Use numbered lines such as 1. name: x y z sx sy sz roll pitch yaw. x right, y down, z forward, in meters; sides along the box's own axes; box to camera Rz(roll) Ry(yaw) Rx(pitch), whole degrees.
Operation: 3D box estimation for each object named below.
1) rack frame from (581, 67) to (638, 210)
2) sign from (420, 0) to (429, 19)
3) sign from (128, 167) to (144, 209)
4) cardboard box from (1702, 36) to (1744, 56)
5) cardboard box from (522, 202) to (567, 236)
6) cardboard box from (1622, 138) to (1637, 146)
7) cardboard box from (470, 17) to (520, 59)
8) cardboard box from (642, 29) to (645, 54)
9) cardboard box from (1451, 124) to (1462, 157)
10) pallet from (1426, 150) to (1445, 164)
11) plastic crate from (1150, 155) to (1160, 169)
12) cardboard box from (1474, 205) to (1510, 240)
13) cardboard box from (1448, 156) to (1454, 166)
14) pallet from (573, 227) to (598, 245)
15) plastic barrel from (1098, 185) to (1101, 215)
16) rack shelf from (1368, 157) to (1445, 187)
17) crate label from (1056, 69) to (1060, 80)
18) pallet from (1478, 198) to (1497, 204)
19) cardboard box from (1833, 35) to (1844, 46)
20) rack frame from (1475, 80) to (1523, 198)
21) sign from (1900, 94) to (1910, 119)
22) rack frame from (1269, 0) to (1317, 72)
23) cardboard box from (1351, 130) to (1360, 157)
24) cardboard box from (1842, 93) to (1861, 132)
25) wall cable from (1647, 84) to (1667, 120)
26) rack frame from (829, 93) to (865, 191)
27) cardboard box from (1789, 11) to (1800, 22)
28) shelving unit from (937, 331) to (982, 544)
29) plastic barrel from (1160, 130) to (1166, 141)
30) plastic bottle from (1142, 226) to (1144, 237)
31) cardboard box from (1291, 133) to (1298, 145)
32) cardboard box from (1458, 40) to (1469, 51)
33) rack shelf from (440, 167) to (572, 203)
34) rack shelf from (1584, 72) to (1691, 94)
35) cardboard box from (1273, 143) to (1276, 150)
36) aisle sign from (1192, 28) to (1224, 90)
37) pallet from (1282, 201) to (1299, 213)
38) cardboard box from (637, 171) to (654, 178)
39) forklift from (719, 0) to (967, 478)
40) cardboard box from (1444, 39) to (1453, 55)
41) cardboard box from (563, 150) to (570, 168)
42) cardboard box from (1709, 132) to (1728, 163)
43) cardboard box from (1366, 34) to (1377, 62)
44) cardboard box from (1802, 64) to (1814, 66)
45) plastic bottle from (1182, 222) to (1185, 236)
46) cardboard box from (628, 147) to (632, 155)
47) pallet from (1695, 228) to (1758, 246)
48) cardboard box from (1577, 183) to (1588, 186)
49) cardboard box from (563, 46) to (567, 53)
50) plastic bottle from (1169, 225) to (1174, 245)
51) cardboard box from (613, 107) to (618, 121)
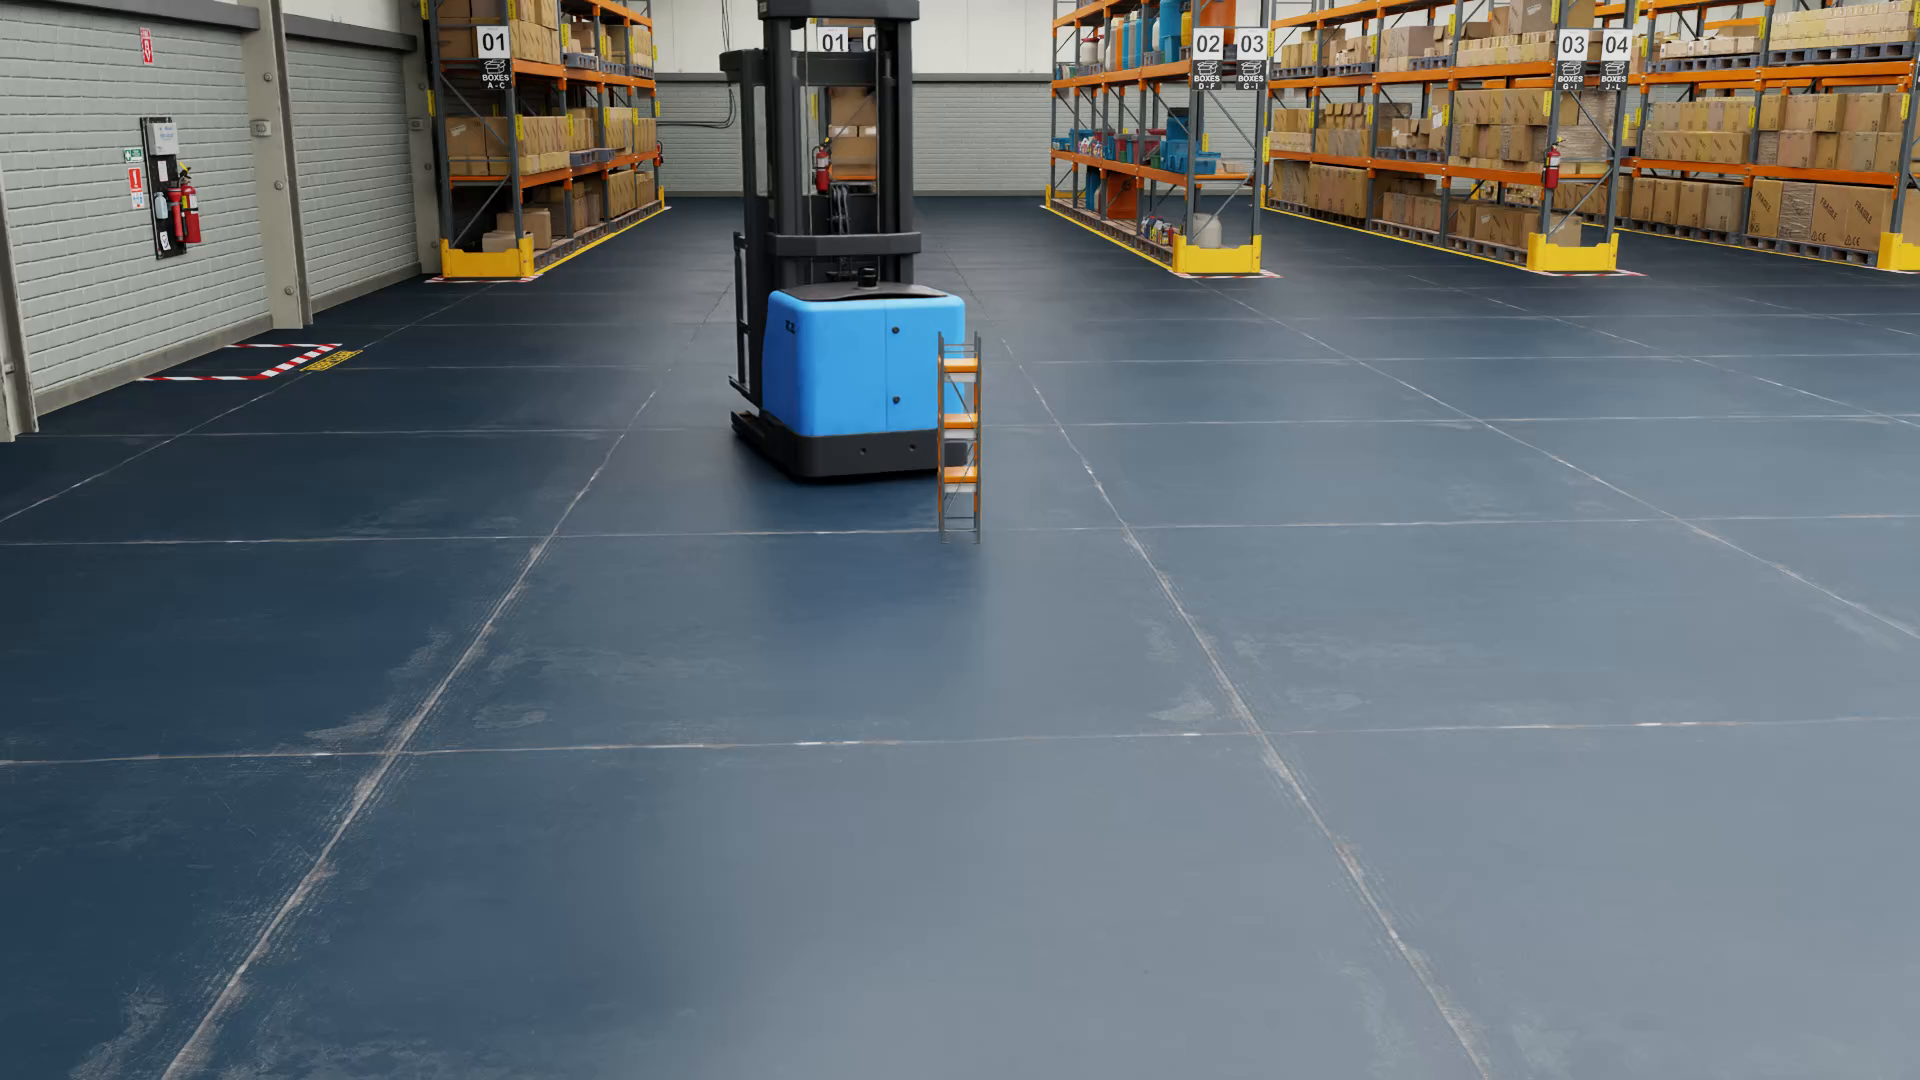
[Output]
1. rack frame: -7.058 -7.960 33.444 1.000 3.000 0.127 -1 14 -3
2. sign: -6.870 -6.854 21.347 0.100 0.325 0.005 -1 14 -3
3. sign: -6.803 -2.907 13.734 0.001 0.329 0.234 -1 14 -3
4. cardboard box: 12.897 -8.345 28.057 0.500 0.311 0.500 -1 14 -5
5. cardboard box: -6.625 -5.156 26.679 0.700 0.500 0.500 0 14 -2
6. cardboard box: 12.488 -7.443 31.098 0.380 0.149 0.250 -1 14 -3
7. cardboard box: -6.086 -6.574 21.795 0.500 0.500 0.500 -1 14 -2
8. cardboard box: -6.927 -10.518 35.118 0.500 0.500 0.500 -2 15 -6
9. cardboard box: 8.235 -6.280 26.115 0.875 0.500 0.500 -1 14 -3
10. pallet: 8.367 -6.299 27.375 1.003 0.211 1.213 -1 14 -3
11. plastic crate: 3.128 -5.679 25.003 0.450 0.188 0.662 -1 14 -3
12. cardboard box: 8.297 -4.950 25.920 0.500 0.500 0.500 4 15 14
13. cardboard box: 7.982 -6.020 26.409 0.380 0.149 0.250 -1 14 -3
14. pallet: -6.691 -5.118 27.994 1.003 0.211 1.213 -1 14 -3
15. plastic barrel: 2.960 -6.556 31.984 0.600 0.588 0.708 -1 14 -3
16. rack shelf: 8.145 -6.349 28.626 1.077 0.370 4.000 -1 14 -3
17. crate label: 2.317 -10.254 36.639 0.408 0.251 0.502 -1 14 -3
18. pallet: 12.502 -7.664 37.889 1.003 0.211 1.213 -1 14 -3
19. cardboard box: 13.021 -7.296 24.305 0.380 0.149 0.250 -1 14 -3
20. rack frame: 12.482 -9.236 38.402 1.000 3.000 0.127 -1 14 -3
21. sign: 12.931 -5.927 22.744 0.100 0.325 0.005 -1 14 -3
22. rack frame: 7.525 -12.090 37.455 1.000 3.000 0.127 -1 14 -3
23. cardboard box: 7.718 -7.486 31.402 0.500 0.500 0.500 -1 14 -4
24. cardboard box: 13.464 -6.222 24.220 0.875 0.550 0.550 -1 14 -3
25. wall cable: 18.459 -11.256 44.216 0.588 1.984 0.122 -1 14 -3
26. rack frame: -1.866 -7.043 29.879 1.000 3.000 0.127 -1 14 -3
27. cardboard box: 12.941 -7.998 25.433 0.380 0.149 0.250 -1 14 -4
28. shelving unit: -0.003 -0.522 8.447 0.215 1.050 0.252 -1 14 -3
29. plastic barrel: 3.485 -6.431 27.227 0.433 0.535 0.433 0 14 0
30. plastic bottle: 2.914 -4.870 26.167 0.097 0.201 0.097 0 14 0
31. cardboard box: 7.418 -8.622 35.722 0.500 0.250 0.500 -1 14 -2
32. cardboard box: 7.982 -7.687 25.866 0.380 0.149 0.250 -1 14 -5
33. rack shelf: -6.439 -5.125 23.868 1.077 0.370 4.000 -1 14 -3
34. rack shelf: 12.854 -8.848 32.319 1.077 0.370 4.000 -1 14 -3
35. cardboard box: 7.252 -8.842 37.375 0.380 0.149 0.250 -1 14 -5
36. aisle sign: 3.281 -6.365 22.028 0.394 0.787 0.004 -1 14 -3
37. pallet: 7.726 -7.334 36.605 1.003 0.211 1.213 -1 14 -3
38. cardboard box: -6.973 -8.060 36.705 0.380 0.149 0.250 -1 14 -4
39. forklift: -0.913 -2.107 10.833 1.130 2.935 3.031 -5 15 -18
40. cardboard box: 8.111 -8.023 27.097 0.396 0.266 0.258 0 14 -1
41. cardboard box: -6.231 -5.794 25.288 0.500 0.250 0.500 -1 14 -3
42. cardboard box: 12.895 -6.551 27.767 0.500 0.500 0.500 -1 14 -4
43. cardboard box: 7.911 -9.051 30.616 0.797 0.503 0.637 0 14 0
44. cardboard box: 17.429 -9.823 33.623 0.500 0.500 0.500 -1 14 -4
45. plastic bottle: 3.519 -4.805 25.767 0.152 0.276 0.135 -1 14 -3
46. cardboard box: -6.715 -7.706 32.921 0.380 0.149 0.250 -1 14 -2
47. pallet: 13.103 -5.092 27.892 1.003 0.211 1.213 -1 14 -3
48. cardboard box: 12.575 -7.150 32.964 0.500 0.250 0.500 0 14 -1
49. cardboard box: -6.555 -7.874 26.425 0.500 0.311 0.500 0 14 -2
50. plastic bottle: 3.140 -4.541 24.724 0.061 0.283 0.133 -1 14 -3
51. cardboard box: -6.650 -7.905 30.889 0.500 0.250 0.500 -1 14 -3
